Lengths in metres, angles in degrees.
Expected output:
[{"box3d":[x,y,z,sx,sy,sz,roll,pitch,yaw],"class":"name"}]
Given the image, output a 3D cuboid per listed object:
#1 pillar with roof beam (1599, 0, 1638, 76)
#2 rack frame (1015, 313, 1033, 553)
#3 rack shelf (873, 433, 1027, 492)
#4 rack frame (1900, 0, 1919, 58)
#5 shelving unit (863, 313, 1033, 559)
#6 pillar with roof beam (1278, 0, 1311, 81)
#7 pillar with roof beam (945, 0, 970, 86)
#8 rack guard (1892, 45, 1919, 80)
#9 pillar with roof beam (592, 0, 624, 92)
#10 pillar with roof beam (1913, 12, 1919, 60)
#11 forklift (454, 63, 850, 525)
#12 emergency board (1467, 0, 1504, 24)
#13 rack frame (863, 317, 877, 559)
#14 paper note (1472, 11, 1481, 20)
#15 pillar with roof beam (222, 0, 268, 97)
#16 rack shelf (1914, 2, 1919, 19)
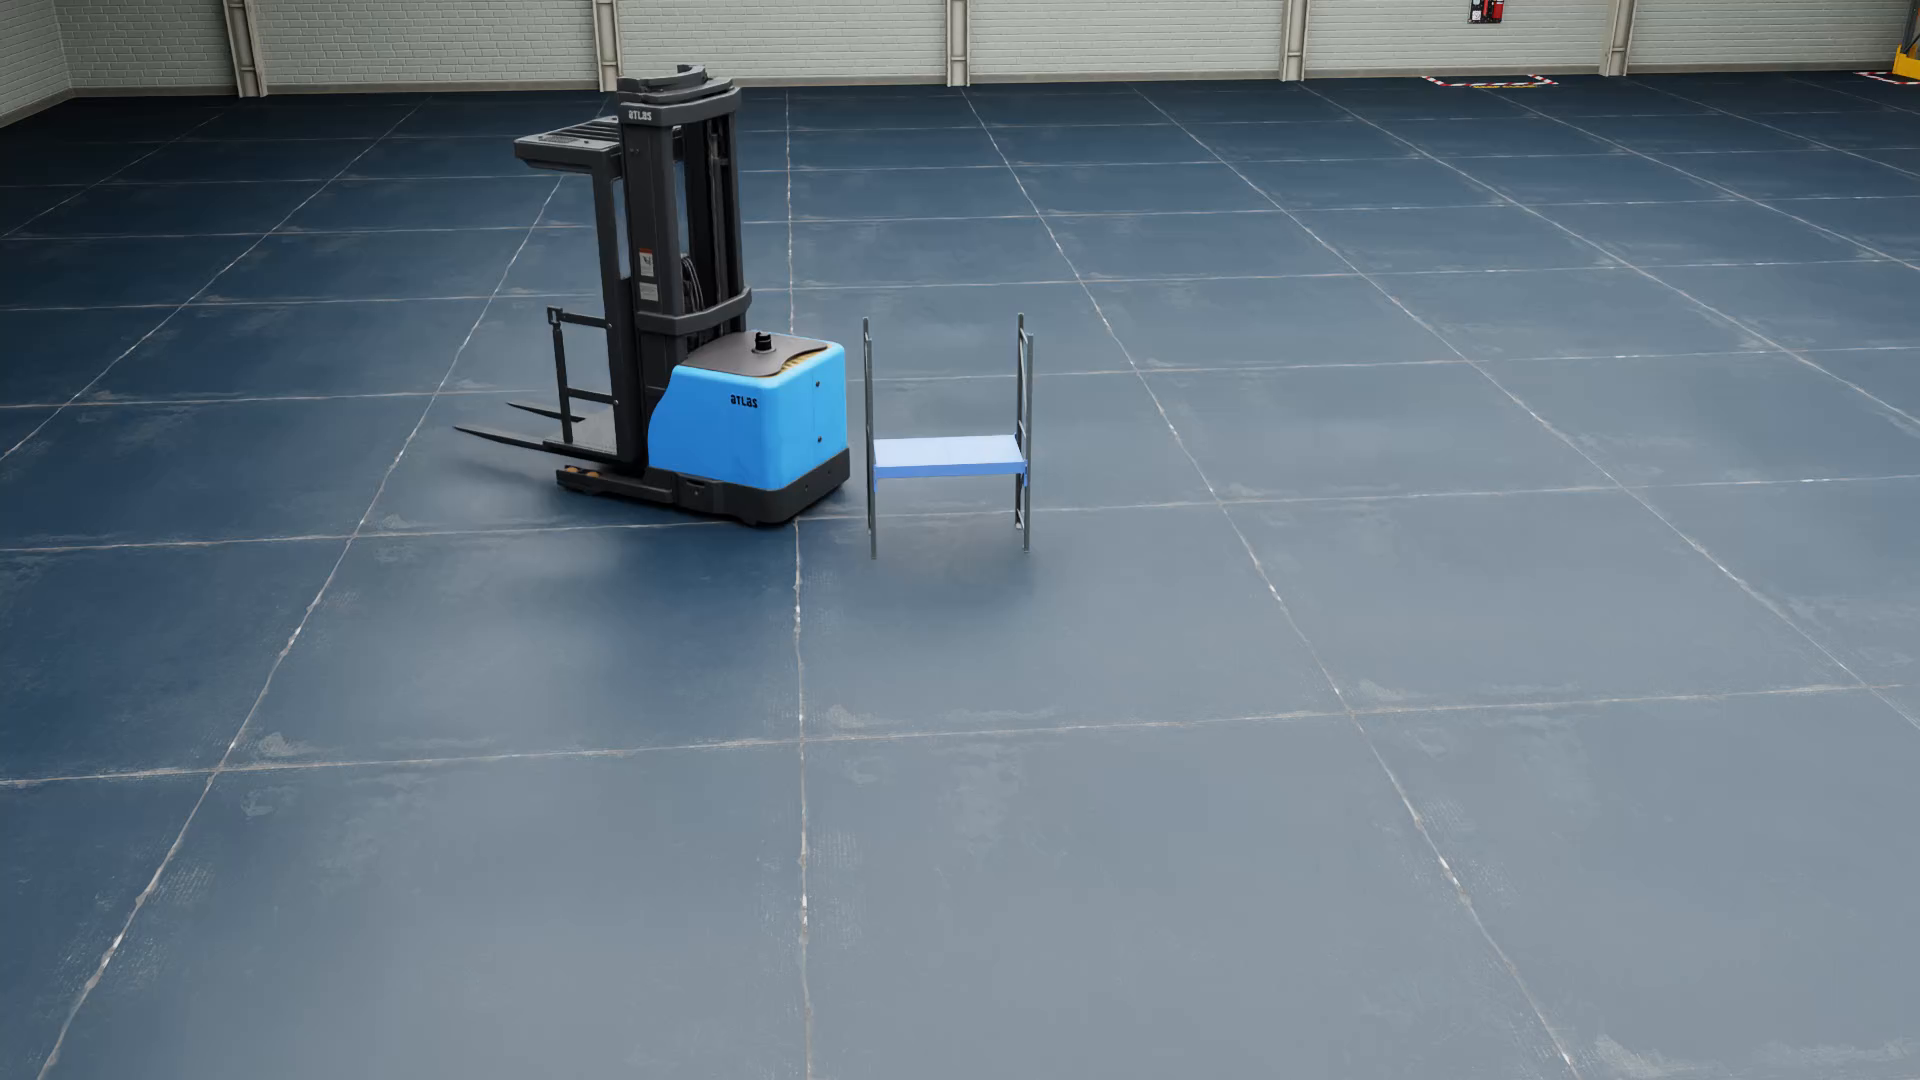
[{"box3d":[12.327,-10.868,24.622,0.400,9.000,9.100,-2,24,-5],"class":"pillar with roof beam"},{"box3d":[0.421,-0.702,10.983,0.032,1.500,0.500,-2,24,-5],"class":"rack frame"},{"box3d":[-0.085,-0.518,11.011,1.000,0.185,0.538,-2,24,-5],"class":"rack shelf"},{"box3d":[17.263,-9.729,29.445,0.127,3.000,1.000,-2,24,-5],"class":"rack frame"},{"box3d":[-0.085,-0.682,10.938,1.048,1.500,0.538,-2,24,-5],"class":"shelving unit"},{"box3d":[6.356,-10.629,24.083,0.400,9.000,9.100,-2,24,-5],"class":"pillar with roof beam"},{"box3d":[0.385,-10.389,23.544,0.400,9.000,9.100,-2,24,-5],"class":"pillar with roof beam"},{"box3d":[17.339,-8.590,29.959,0.348,0.500,1.175,-2,24,-5],"class":"rack guard"},{"box3d":[-5.586,-10.150,23.006,0.400,9.000,9.100,-2,24,-5],"class":"pillar with roof beam"},{"box3d":[18.298,-11.108,25.161,0.400,9.000,9.100,-2,24,-5],"class":"pillar with roof beam"},{"box3d":[-2.351,-1.841,11.783,3.031,2.935,1.130,12,26,24],"class":"forklift"},{"box3d":[9.441,-9.784,29.568,0.643,1.169,0.194,-2,24,-5],"class":"emergency board"},{"box3d":[-0.591,-0.662,10.892,0.032,1.500,0.500,-2,24,-5],"class":"rack frame"},{"box3d":[9.258,-9.402,29.794,0.142,0.148,0.016,-2,24,-5],"class":"paper note"},{"box3d":[-11.557,-9.910,22.467,0.400,9.000,9.100,-2,24,-5],"class":"pillar with roof beam"},{"box3d":[19.253,-9.480,29.771,4.000,0.370,1.077,-2,24,-5],"class":"rack shelf"}]
